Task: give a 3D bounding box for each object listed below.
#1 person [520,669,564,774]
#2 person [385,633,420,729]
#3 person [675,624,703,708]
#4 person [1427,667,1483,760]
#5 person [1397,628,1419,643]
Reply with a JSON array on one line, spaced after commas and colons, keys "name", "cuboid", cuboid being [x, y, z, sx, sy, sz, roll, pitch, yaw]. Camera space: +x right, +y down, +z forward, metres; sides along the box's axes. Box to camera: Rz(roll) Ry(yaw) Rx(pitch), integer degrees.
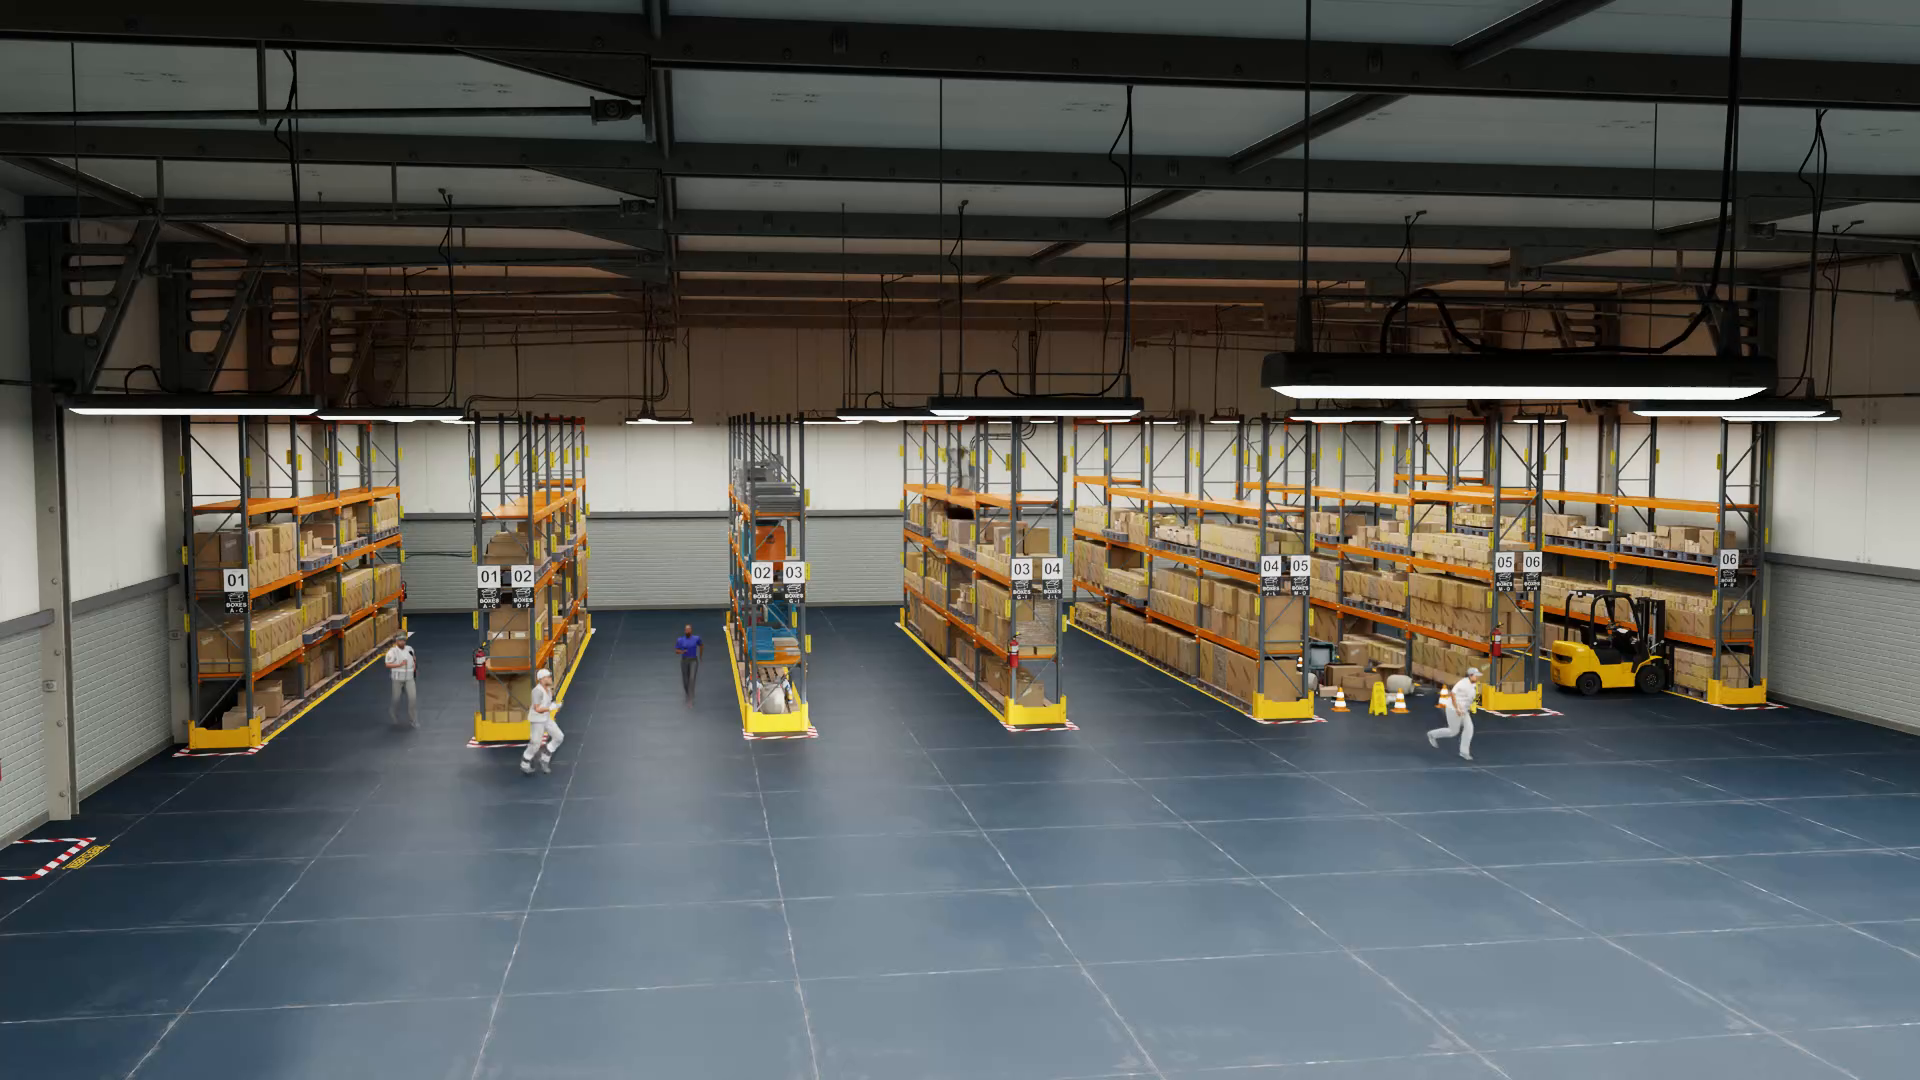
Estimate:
[{"name": "person", "cuboid": [-6.849, 2.971, 27.243, 0.807, 1.744, 0.696, 1, 4, 10]}, {"name": "person", "cuboid": [-10.650, 2.663, 31.758, 0.659, 1.818, 0.891, -3, 5, -37]}, {"name": "person", "cuboid": [-5.566, 2.548, 34.162, 0.566, 1.663, 0.929, 0, 4, -5]}, {"name": "person", "cuboid": [8.610, 2.992, 28.882, 0.956, 1.625, 0.612, 3, 5, 37]}, {"name": "person", "cuboid": [11.646, 1.919, 43.368, 0.579, 1.688, 0.913, -2, 4, -22]}]
